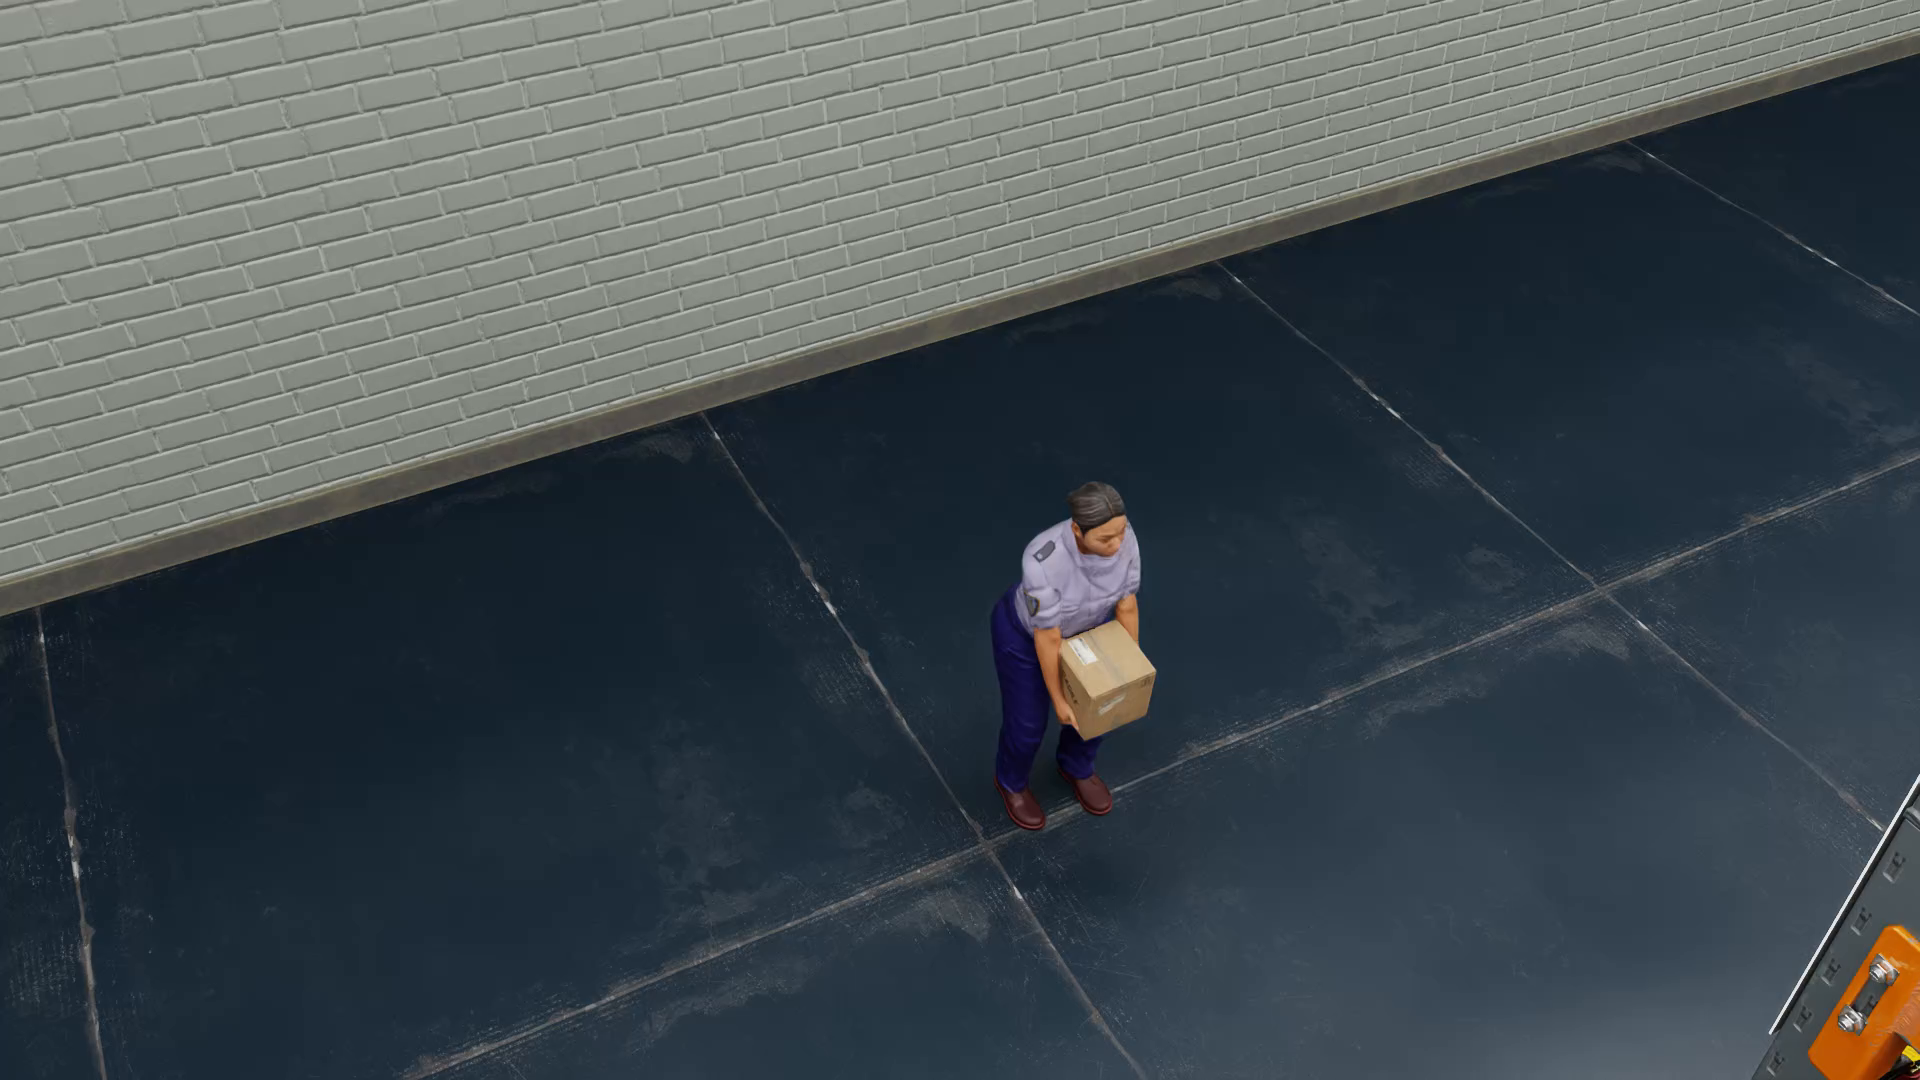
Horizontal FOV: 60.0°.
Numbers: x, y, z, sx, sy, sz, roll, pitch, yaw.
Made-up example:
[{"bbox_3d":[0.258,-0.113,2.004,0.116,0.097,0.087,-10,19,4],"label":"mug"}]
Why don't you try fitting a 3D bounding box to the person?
[{"bbox_3d":[0.379,0.395,5.771,0.441,1.595,0.571,-20,45,-21],"label":"person"}]
